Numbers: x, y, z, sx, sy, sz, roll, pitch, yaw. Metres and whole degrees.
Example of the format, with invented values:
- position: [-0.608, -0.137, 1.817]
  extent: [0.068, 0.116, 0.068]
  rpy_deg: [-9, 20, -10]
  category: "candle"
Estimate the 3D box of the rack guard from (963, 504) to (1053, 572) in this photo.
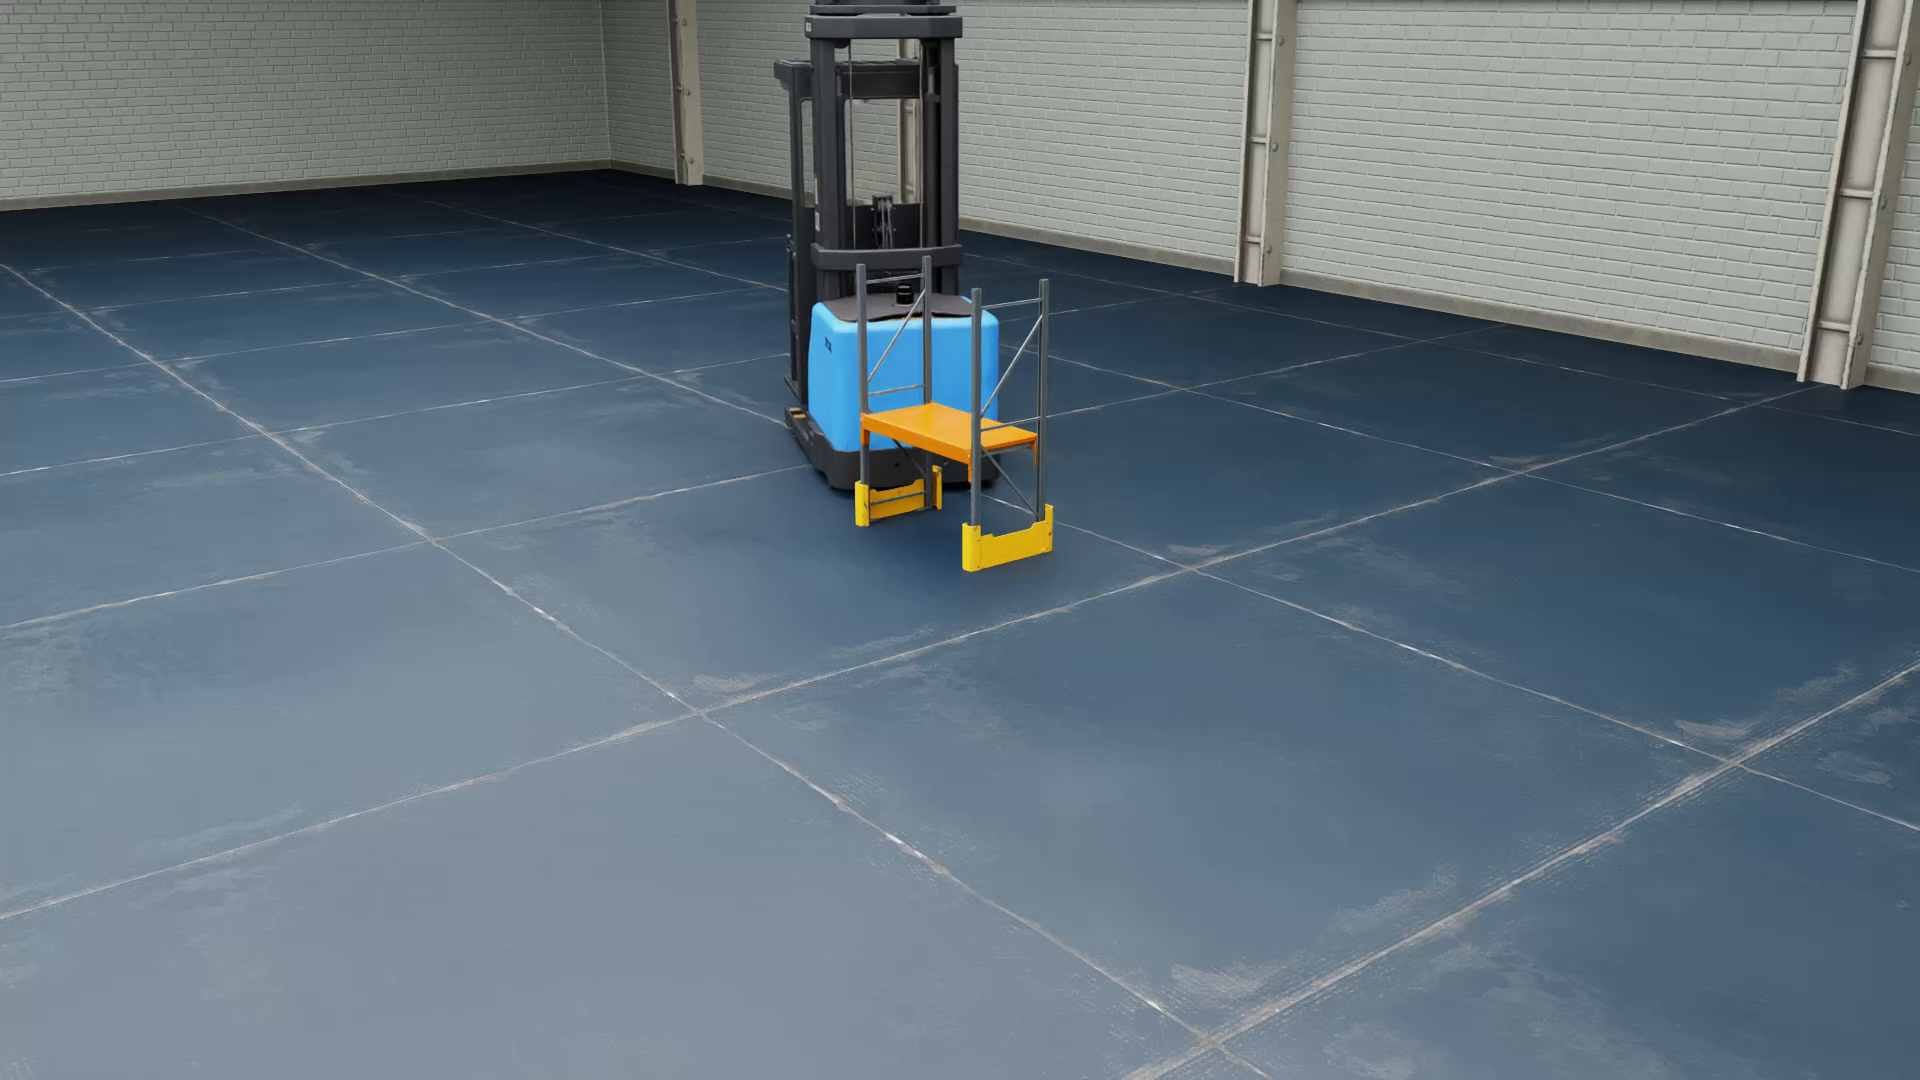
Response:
- position: [0.262, -0.015, 9.009]
  extent: [0.587, 0.250, 0.087]
  rpy_deg: [-14, 23, -36]
  category: "rack guard"

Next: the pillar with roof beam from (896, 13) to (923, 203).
- position: [-3.955, -7.634, 18.101]
  extent: [9.100, 9.000, 0.400]
  rpy_deg: [-14, 23, -36]
  category: "pillar with roof beam"

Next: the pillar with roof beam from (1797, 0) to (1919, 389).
- position: [3.496, -4.677, 9.171]
  extent: [9.100, 9.000, 0.400]
  rpy_deg: [-14, 23, -36]
  category: "pillar with roof beam"

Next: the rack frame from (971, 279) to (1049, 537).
- position: [0.263, -0.608, 8.812]
  extent: [0.500, 1.500, 0.032]
  rpy_deg: [-14, 23, -36]
  category: "rack frame"

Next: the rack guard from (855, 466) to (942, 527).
- position: [-0.357, -0.260, 9.751]
  extent: [0.587, 0.250, 0.087]
  rpy_deg: [-14, 23, -36]
  category: "rack guard"

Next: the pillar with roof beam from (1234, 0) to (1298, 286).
- position: [-0.229, -6.155, 13.636]
  extent: [9.100, 9.000, 0.400]
  rpy_deg: [-14, 23, -36]
  category: "pillar with roof beam"

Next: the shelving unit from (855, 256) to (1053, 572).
- position: [-0.047, -0.731, 9.183]
  extent: [0.587, 1.500, 1.083]
  rpy_deg: [-14, 23, -36]
  category: "shelving unit"

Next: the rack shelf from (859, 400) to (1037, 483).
- position: [-0.053, -0.562, 9.247]
  extent: [0.538, 0.185, 1.000]
  rpy_deg: [-14, 23, -36]
  category: "rack shelf"

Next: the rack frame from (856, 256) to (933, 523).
- position: [-0.369, -0.858, 9.569]
  extent: [0.500, 1.500, 0.032]
  rpy_deg: [-14, 23, -36]
  category: "rack frame"

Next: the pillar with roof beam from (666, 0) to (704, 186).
- position: [-7.680, -9.112, 22.566]
  extent: [9.100, 9.000, 0.400]
  rpy_deg: [-14, 23, -36]
  category: "pillar with roof beam"

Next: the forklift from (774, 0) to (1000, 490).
- position: [-0.609, -2.120, 11.103]
  extent: [1.130, 2.935, 3.031]
  rpy_deg: [-5, 19, -13]
  category: "forklift"
